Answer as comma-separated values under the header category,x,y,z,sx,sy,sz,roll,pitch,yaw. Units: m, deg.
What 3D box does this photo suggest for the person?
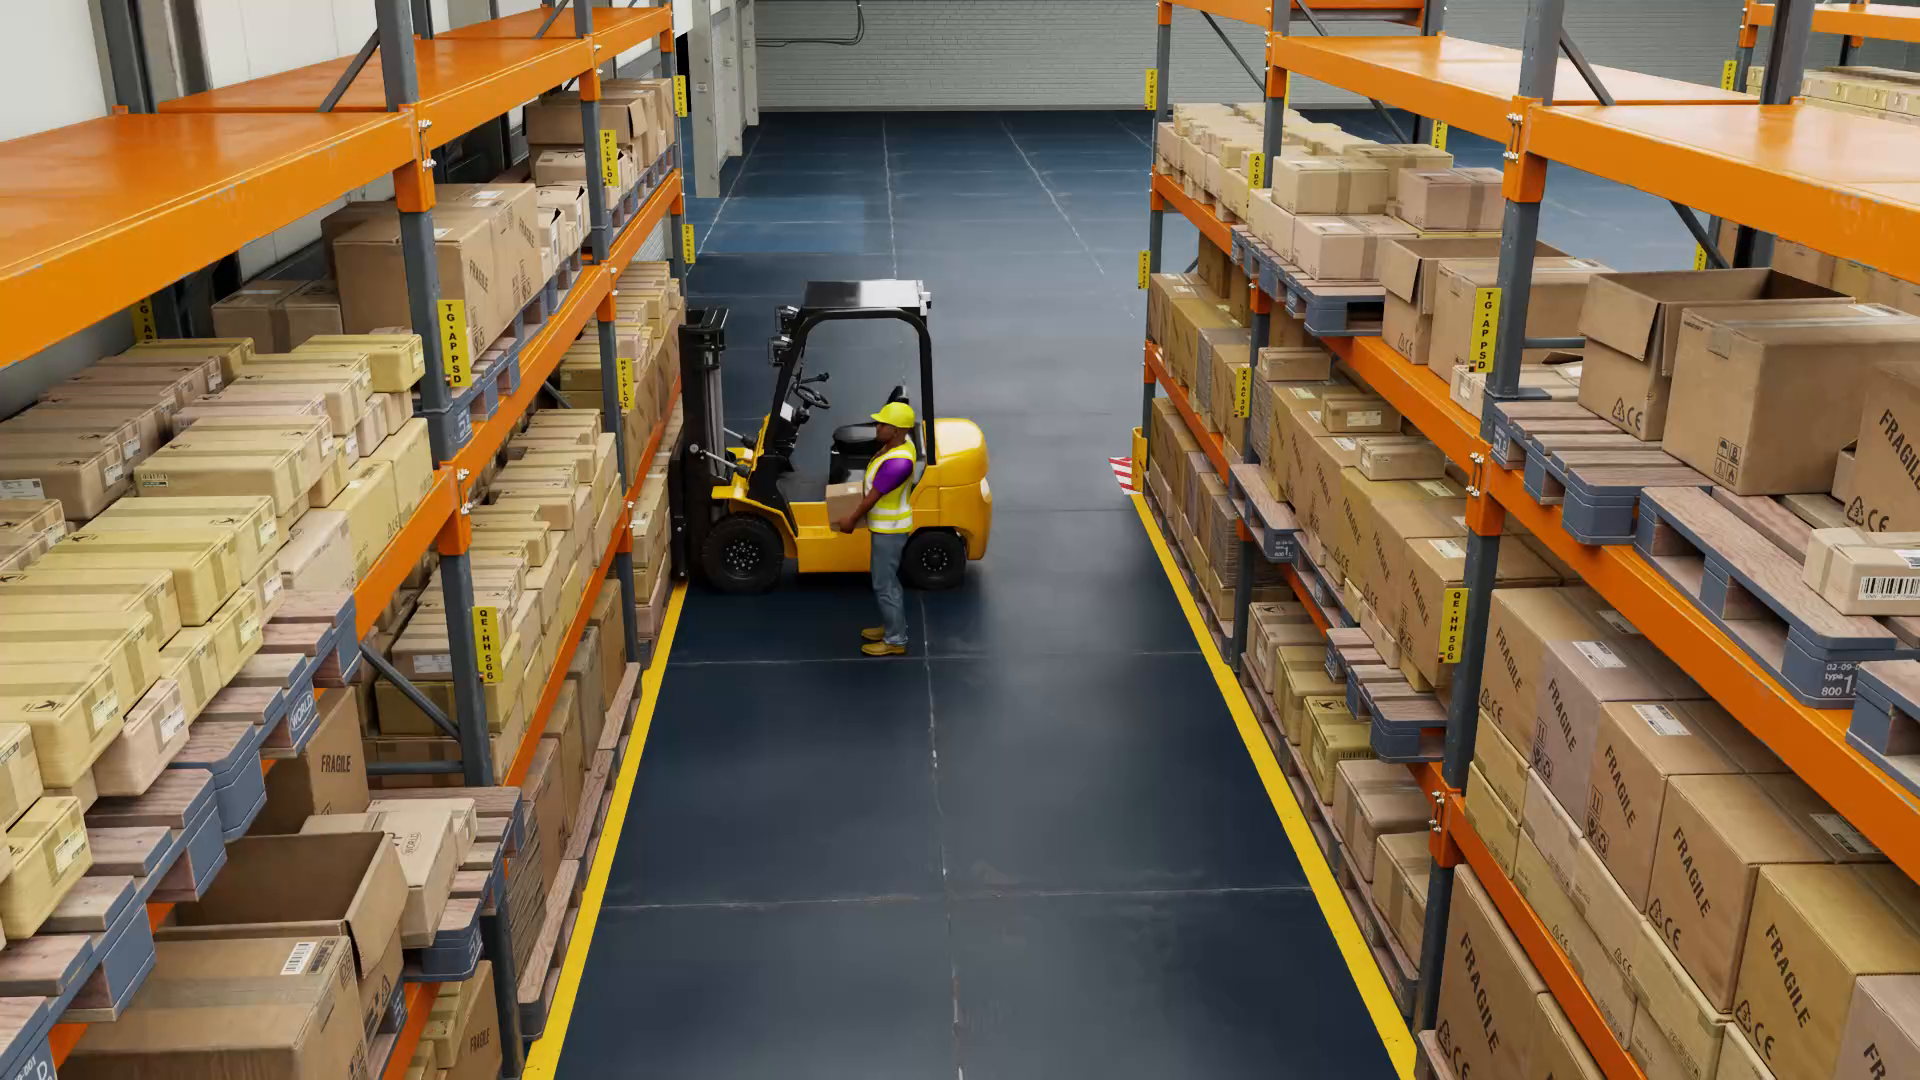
category,x,y,z,sx,sy,sz,roll,pitch,yaw
person,-0.582,-0.082,11.273,0.587,1.761,0.503,-1,20,-2
